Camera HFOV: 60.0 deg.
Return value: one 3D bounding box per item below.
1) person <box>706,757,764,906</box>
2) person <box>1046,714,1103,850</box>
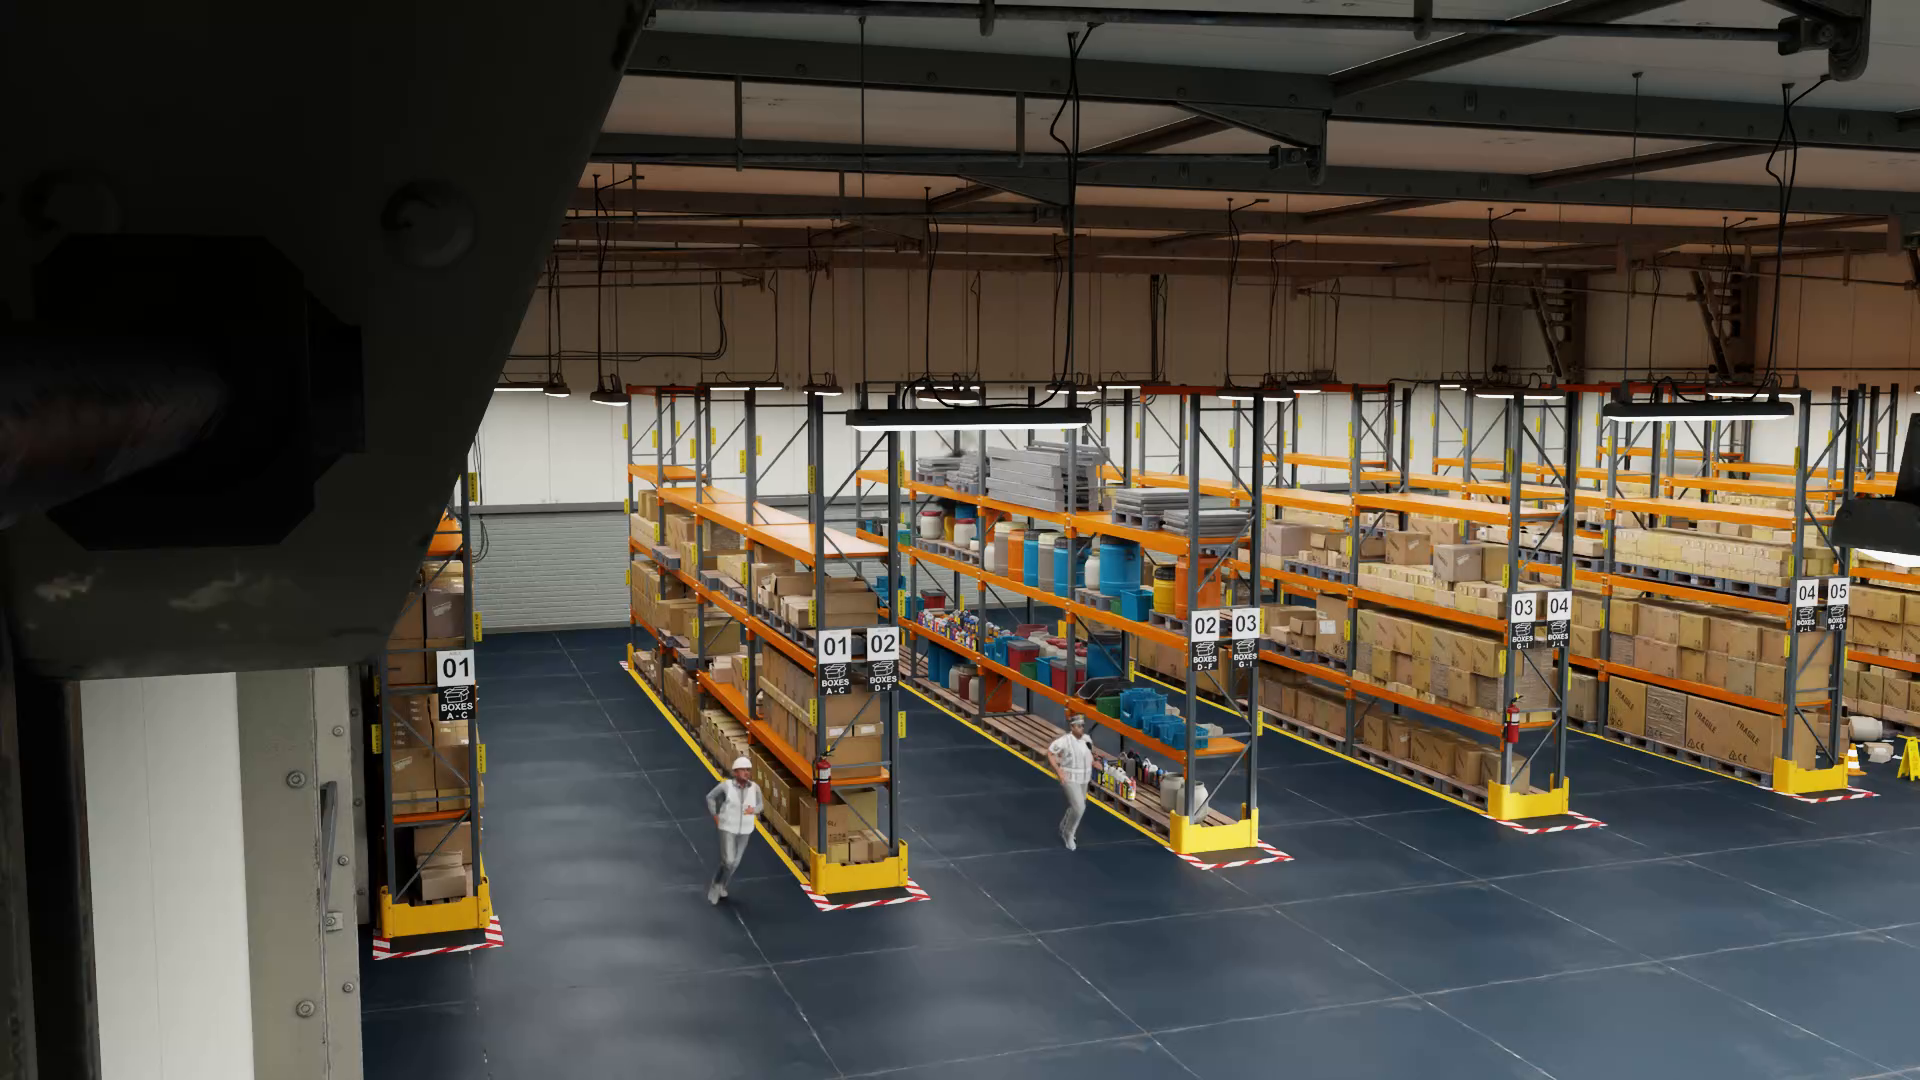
[{"bbox_3d":[-2.688,3.434,19.784,0.715,1.732,0.668,-3,7,-28],"label":"person"},{"bbox_3d":[1.539,3.203,22.008,0.638,1.827,0.741,-5,8,-39],"label":"person"}]
